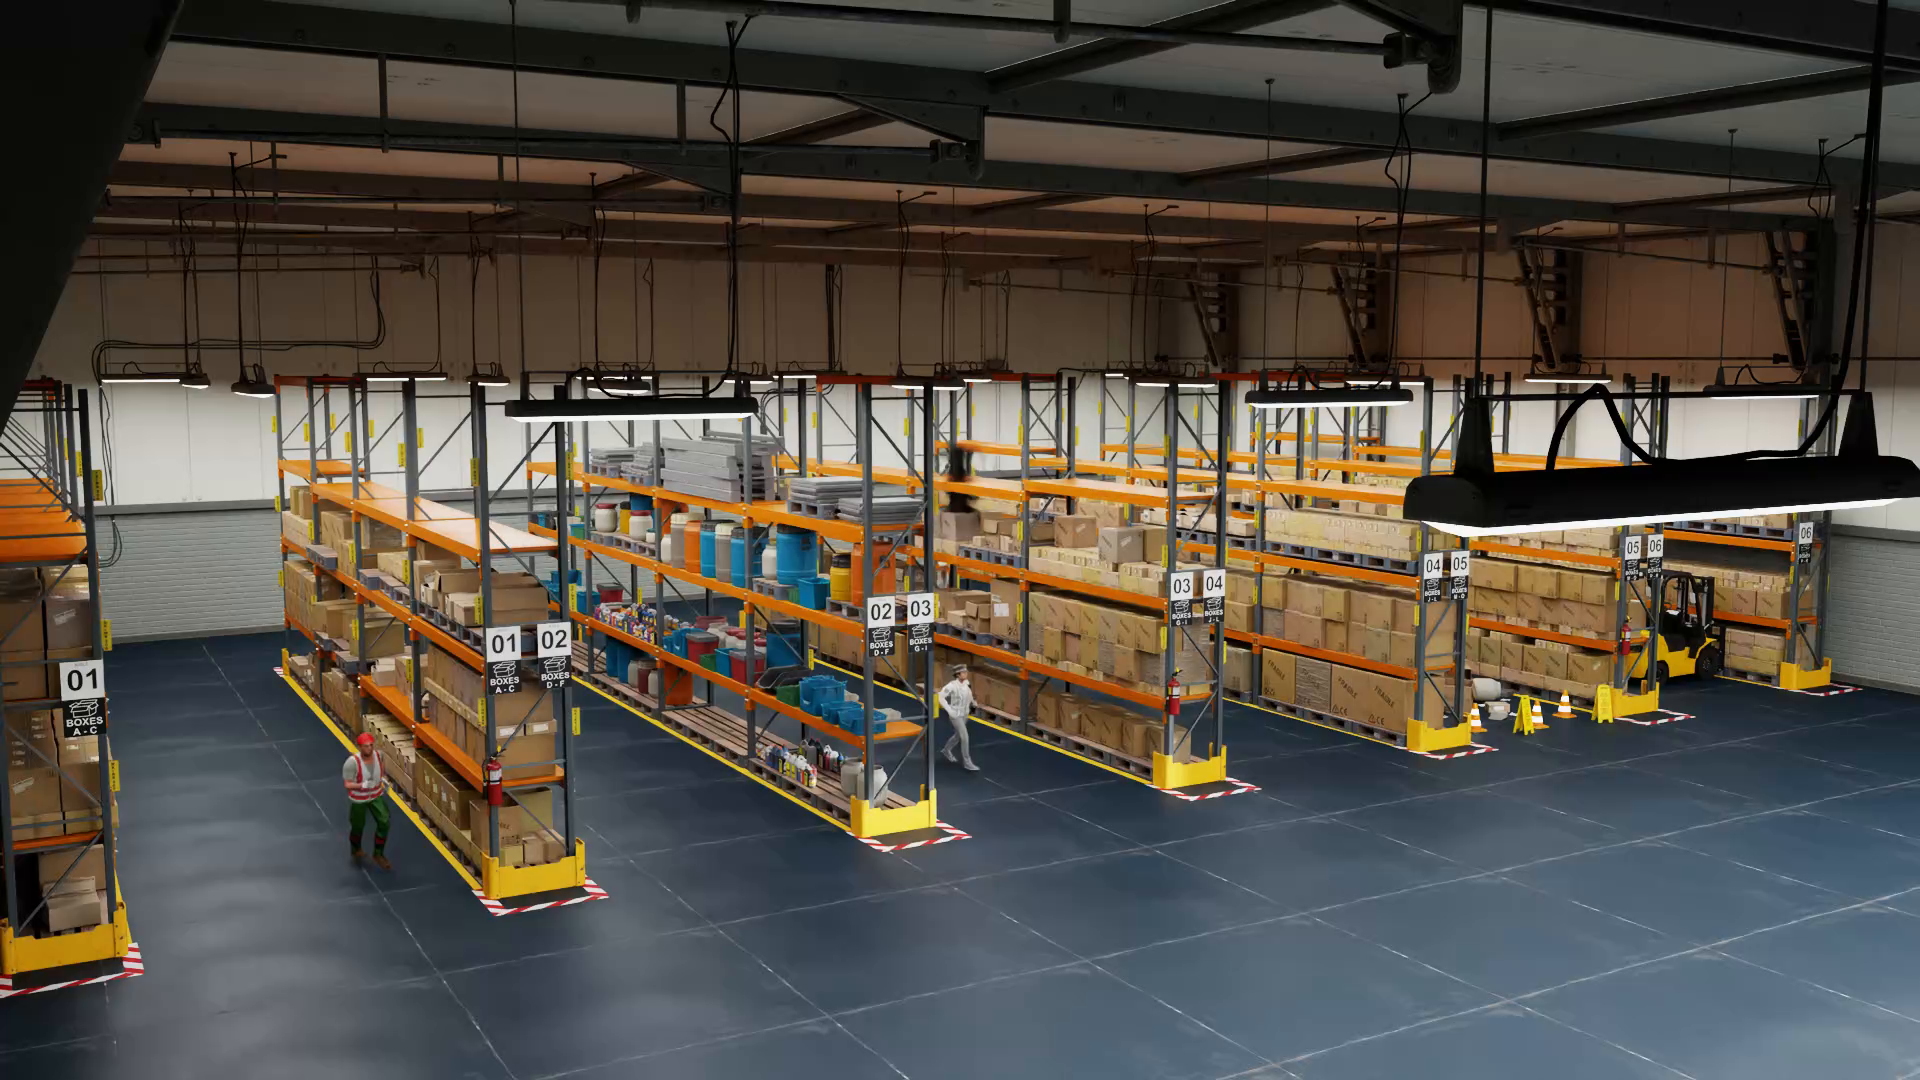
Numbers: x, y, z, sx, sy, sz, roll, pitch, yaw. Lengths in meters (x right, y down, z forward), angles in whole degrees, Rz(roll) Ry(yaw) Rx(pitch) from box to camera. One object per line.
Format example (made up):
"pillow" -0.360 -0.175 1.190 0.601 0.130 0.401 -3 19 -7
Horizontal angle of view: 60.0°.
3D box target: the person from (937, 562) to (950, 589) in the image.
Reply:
"person" -0.510 1.303 38.237 0.657 1.713 0.705 -6 9 -43

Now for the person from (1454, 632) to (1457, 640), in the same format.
"person" 10.694 1.690 35.746 0.765 1.496 0.607 6 8 42

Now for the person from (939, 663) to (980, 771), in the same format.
"person" -0.080 2.693 25.605 0.836 1.664 0.636 6 9 44

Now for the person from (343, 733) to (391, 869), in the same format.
"person" -7.357 3.204 20.613 0.618 1.723 0.972 -5 8 -36
